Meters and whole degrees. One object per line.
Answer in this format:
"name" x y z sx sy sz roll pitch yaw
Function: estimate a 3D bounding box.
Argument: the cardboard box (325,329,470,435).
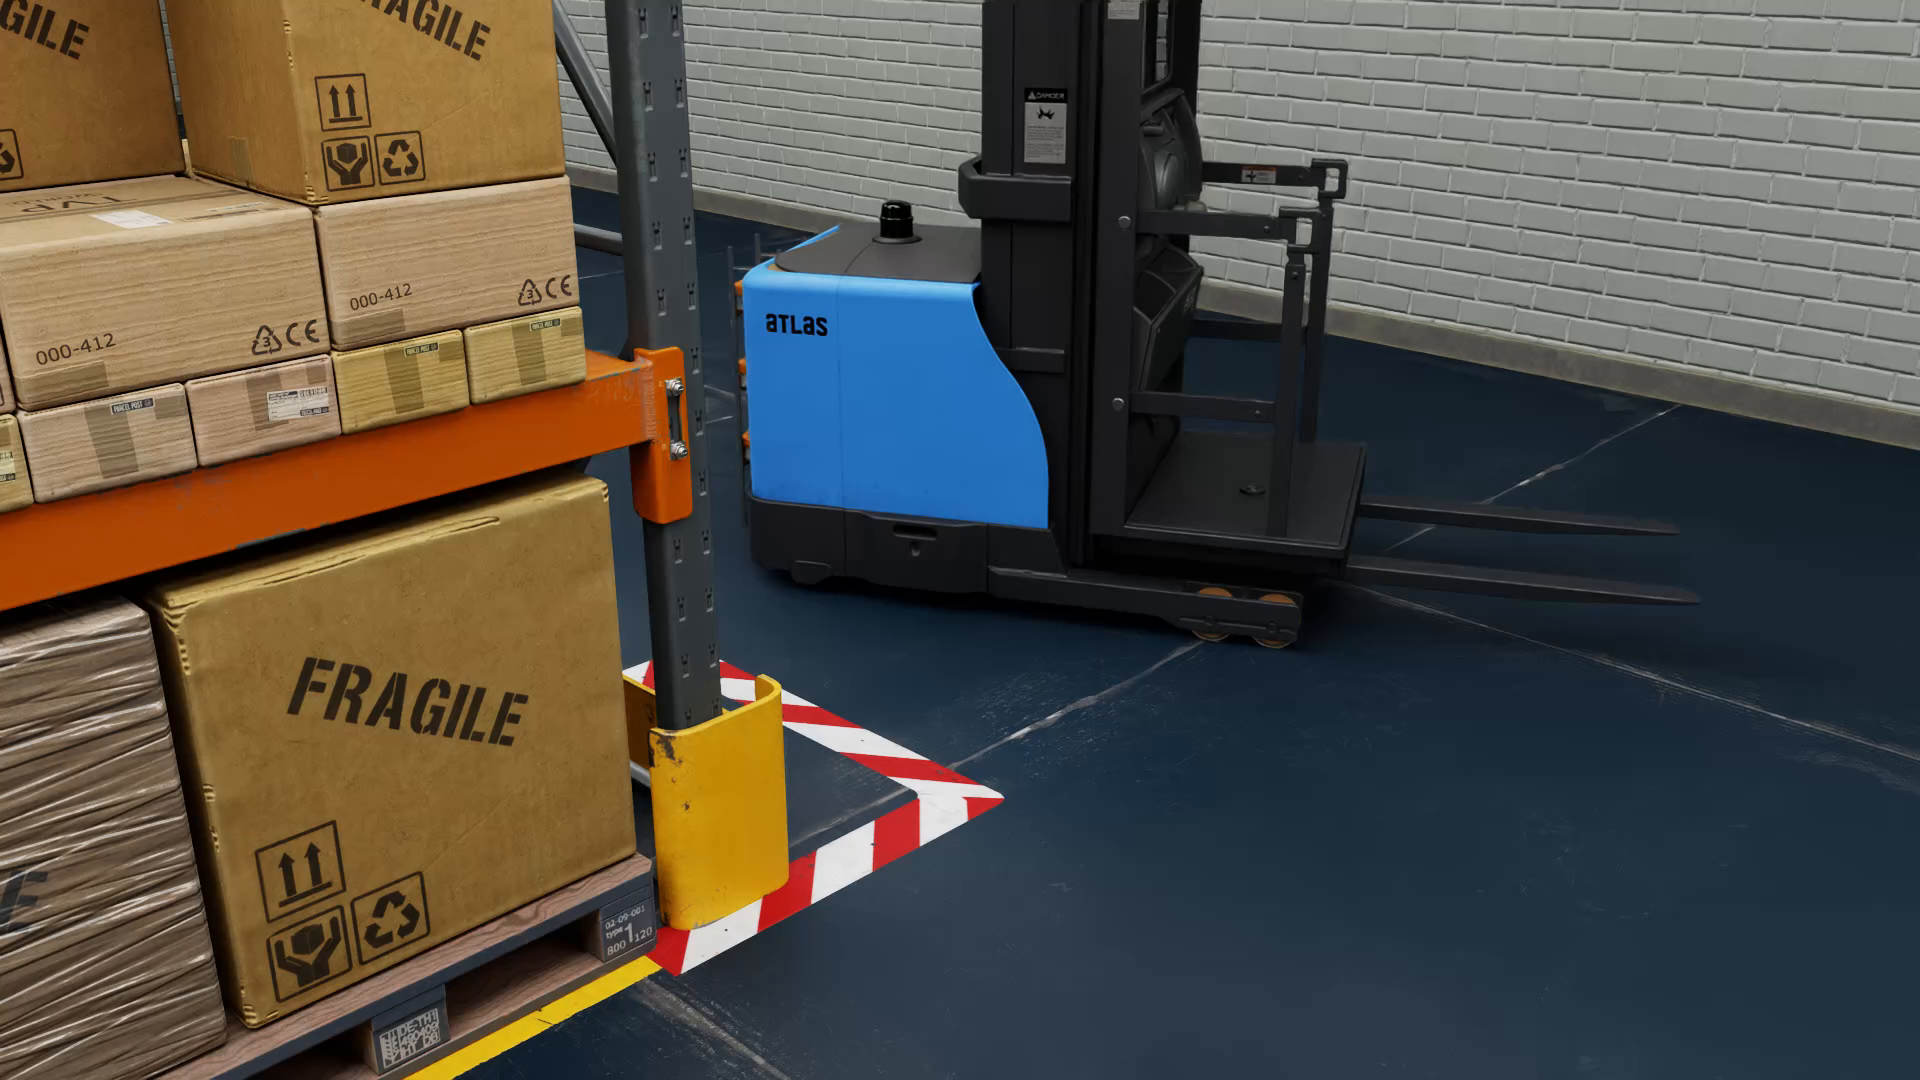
"cardboard box" -1.129 -0.331 3.104 0.380 0.149 0.250 20 28 41

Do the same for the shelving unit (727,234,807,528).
"shelving unit" -0.682 -0.571 6.096 0.215 1.050 0.252 6 22 15

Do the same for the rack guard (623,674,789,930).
"rack guard" -0.920 0.471 4.151 1.175 0.500 0.348 19 28 41

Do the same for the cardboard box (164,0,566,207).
"cardboard box" -1.088 -0.917 3.029 0.500 0.500 0.500 20 29 41

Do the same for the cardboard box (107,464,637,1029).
"cardboard box" -1.326 0.291 3.513 0.875 0.875 0.875 19 28 41

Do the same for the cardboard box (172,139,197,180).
"cardboard box" -1.465 -0.702 3.515 0.500 0.250 0.500 18 28 39

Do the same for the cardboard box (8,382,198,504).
"cardboard box" -1.481 -0.202 2.770 0.250 0.149 0.380 -20 28 -41

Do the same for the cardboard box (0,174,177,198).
"cardboard box" -1.823 -0.567 3.163 0.500 0.250 0.500 19 28 40

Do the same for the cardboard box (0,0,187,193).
"cardboard box" -1.813 -0.924 3.046 0.500 0.500 0.500 18 28 39

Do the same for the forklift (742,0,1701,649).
"forklift" 0.856 -1.242 5.221 3.031 2.935 1.130 6 22 15

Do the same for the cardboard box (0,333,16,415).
"cardboard box" -1.793 -0.306 2.484 0.500 0.250 0.500 18 27 39

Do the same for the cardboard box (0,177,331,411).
"cardboard box" -1.439 -0.437 2.825 0.500 0.250 0.500 19 28 40

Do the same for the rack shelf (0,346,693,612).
"rack shelf" -2.332 0.161 2.478 1.077 0.370 4.000 19 28 41

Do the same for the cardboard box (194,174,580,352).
"cardboard box" -1.084 -0.567 3.163 0.500 0.250 0.500 19 28 40

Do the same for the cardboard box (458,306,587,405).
"cardboard box" -0.949 -0.398 3.279 0.250 0.149 0.380 -20 28 -41

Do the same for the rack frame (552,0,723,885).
"rack frame" -0.936 -0.689 3.687 1.000 3.000 0.127 19 28 41

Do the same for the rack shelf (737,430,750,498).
"rack shelf" -0.682 -0.301 6.199 0.215 0.259 0.240 6 22 15

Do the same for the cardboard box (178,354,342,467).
"cardboard box" -1.306 -0.266 2.936 0.380 0.149 0.250 19 28 41

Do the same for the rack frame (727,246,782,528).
"rack frame" -0.717 -0.529 5.987 0.200 1.050 0.008 6 22 15

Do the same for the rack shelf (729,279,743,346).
"rack shelf" -0.683 -0.826 5.998 0.215 0.259 0.240 6 22 15

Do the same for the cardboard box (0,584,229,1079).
"cardboard box" -1.960 0.525 2.904 0.875 0.875 0.875 19 28 41

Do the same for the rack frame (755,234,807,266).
"rack frame" -0.648 -0.613 6.205 0.200 1.050 0.008 6 22 15

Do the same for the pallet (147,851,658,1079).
"pallet" -1.438 0.838 3.601 1.003 0.211 1.213 19 28 41

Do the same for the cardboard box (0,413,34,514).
"cardboard box" -1.660 -0.135 2.595 0.380 0.149 0.250 18 28 39

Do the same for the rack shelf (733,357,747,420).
"rack shelf" -0.682 -0.561 6.100 0.215 0.259 0.240 6 22 15
